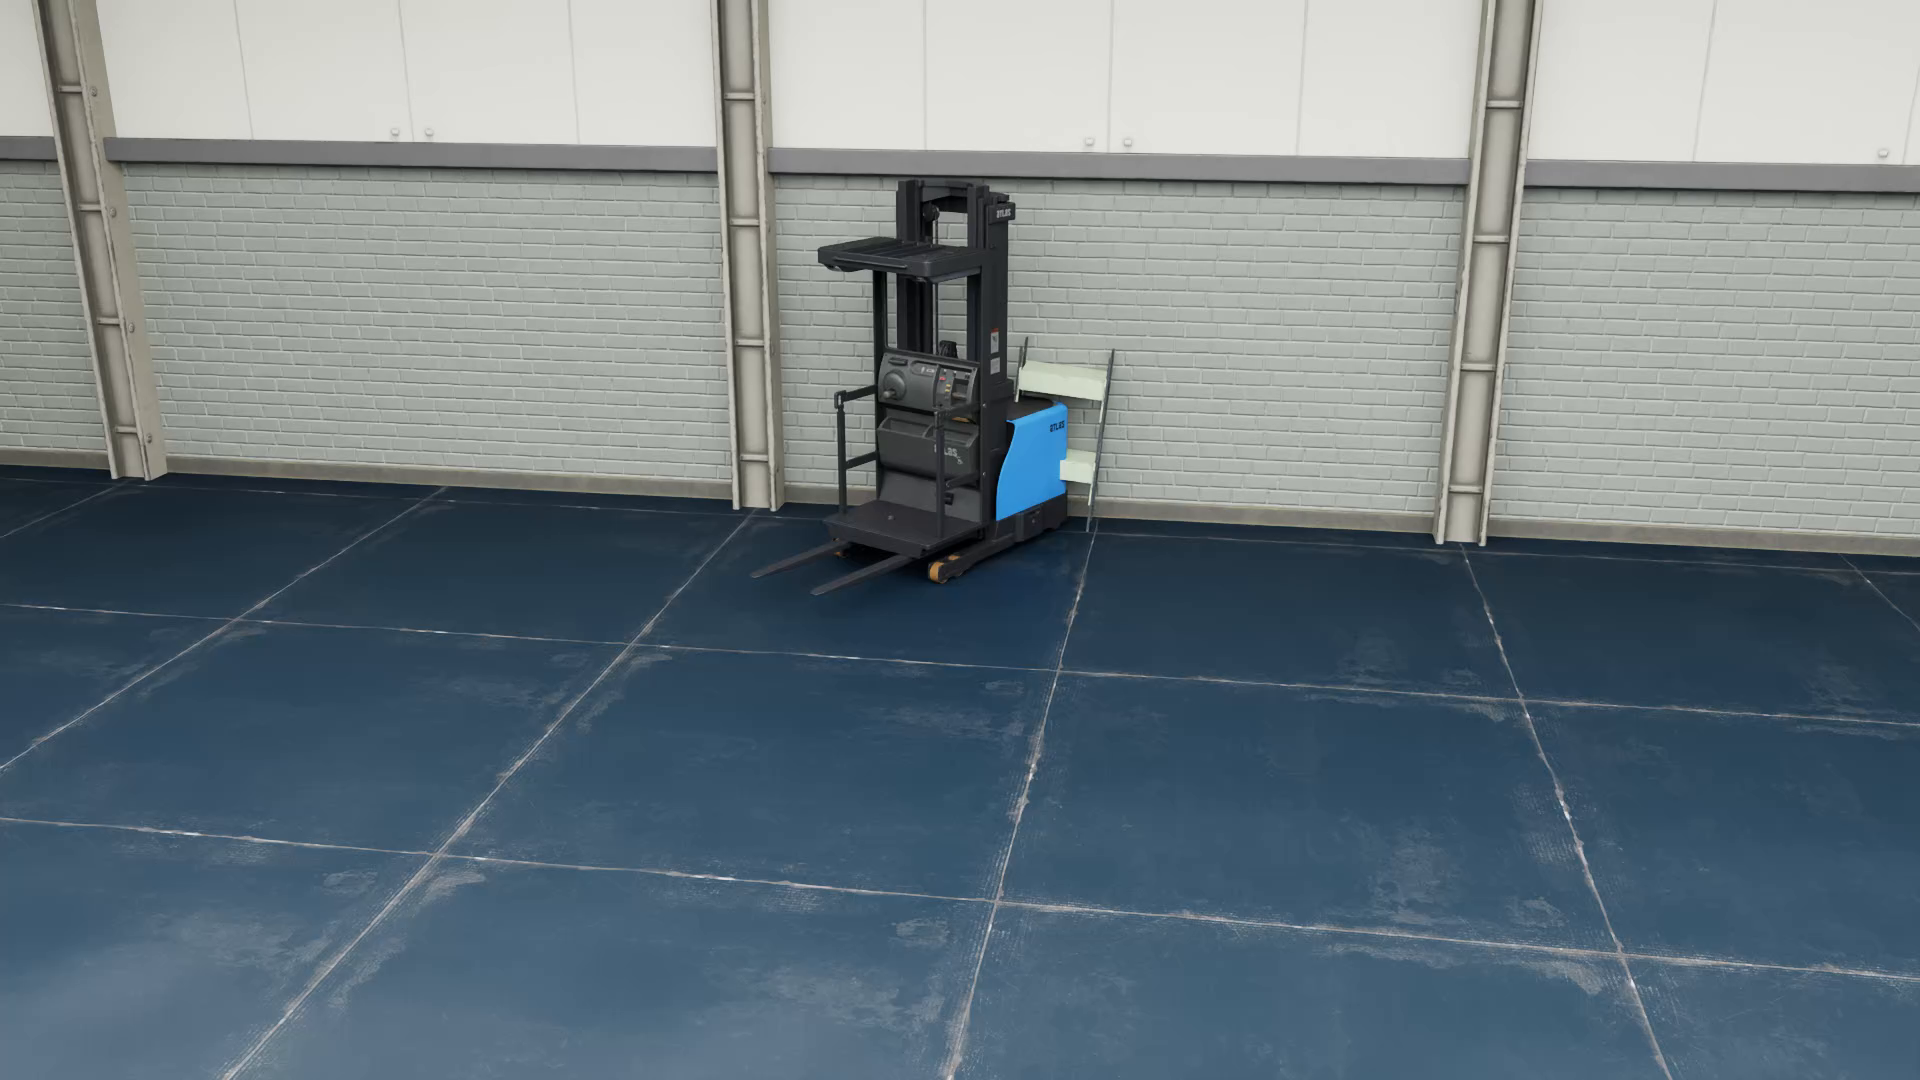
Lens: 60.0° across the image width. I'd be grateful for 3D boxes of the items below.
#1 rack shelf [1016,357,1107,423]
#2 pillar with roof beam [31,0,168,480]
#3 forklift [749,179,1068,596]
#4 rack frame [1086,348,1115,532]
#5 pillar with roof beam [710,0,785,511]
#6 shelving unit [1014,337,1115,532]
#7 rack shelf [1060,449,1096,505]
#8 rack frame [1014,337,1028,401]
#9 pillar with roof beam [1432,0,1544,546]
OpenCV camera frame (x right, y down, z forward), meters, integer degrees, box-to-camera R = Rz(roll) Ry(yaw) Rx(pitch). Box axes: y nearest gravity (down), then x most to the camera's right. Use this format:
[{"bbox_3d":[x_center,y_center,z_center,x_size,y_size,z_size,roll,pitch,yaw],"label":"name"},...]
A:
[{"bbox_3d":[0.857,-1.254,13.859,0.720,0.370,0.431,8,20,7],"label":"rack shelf"},{"bbox_3d":[-8.384,-3.530,10.173,0.400,9.000,9.100,3,19,9],"label":"pillar with roof beam"},{"bbox_3d":[-0.381,-1.231,12.863,1.130,2.935,3.031,14,23,35],"label":"forklift"},{"bbox_3d":[1.177,-0.834,13.946,0.023,1.500,0.400,8,20,7],"label":"rack frame"},{"bbox_3d":[-2.460,-3.229,9.270,0.400,9.000,9.100,3,19,9],"label":"pillar with roof beam"},{"bbox_3d":[0.818,-0.888,13.989,0.755,1.500,0.431,8,20,7],"label":"shelving unit"},{"bbox_3d":[0.785,-0.582,14.097,0.720,0.370,0.431,8,20,7],"label":"rack shelf"},{"bbox_3d":[0.458,-0.942,14.032,0.023,1.500,0.400,8,20,7],"label":"rack frame"},{"bbox_3d":[3.464,-2.927,8.368,0.400,9.000,9.100,3,19,9],"label":"pillar with roof beam"}]
